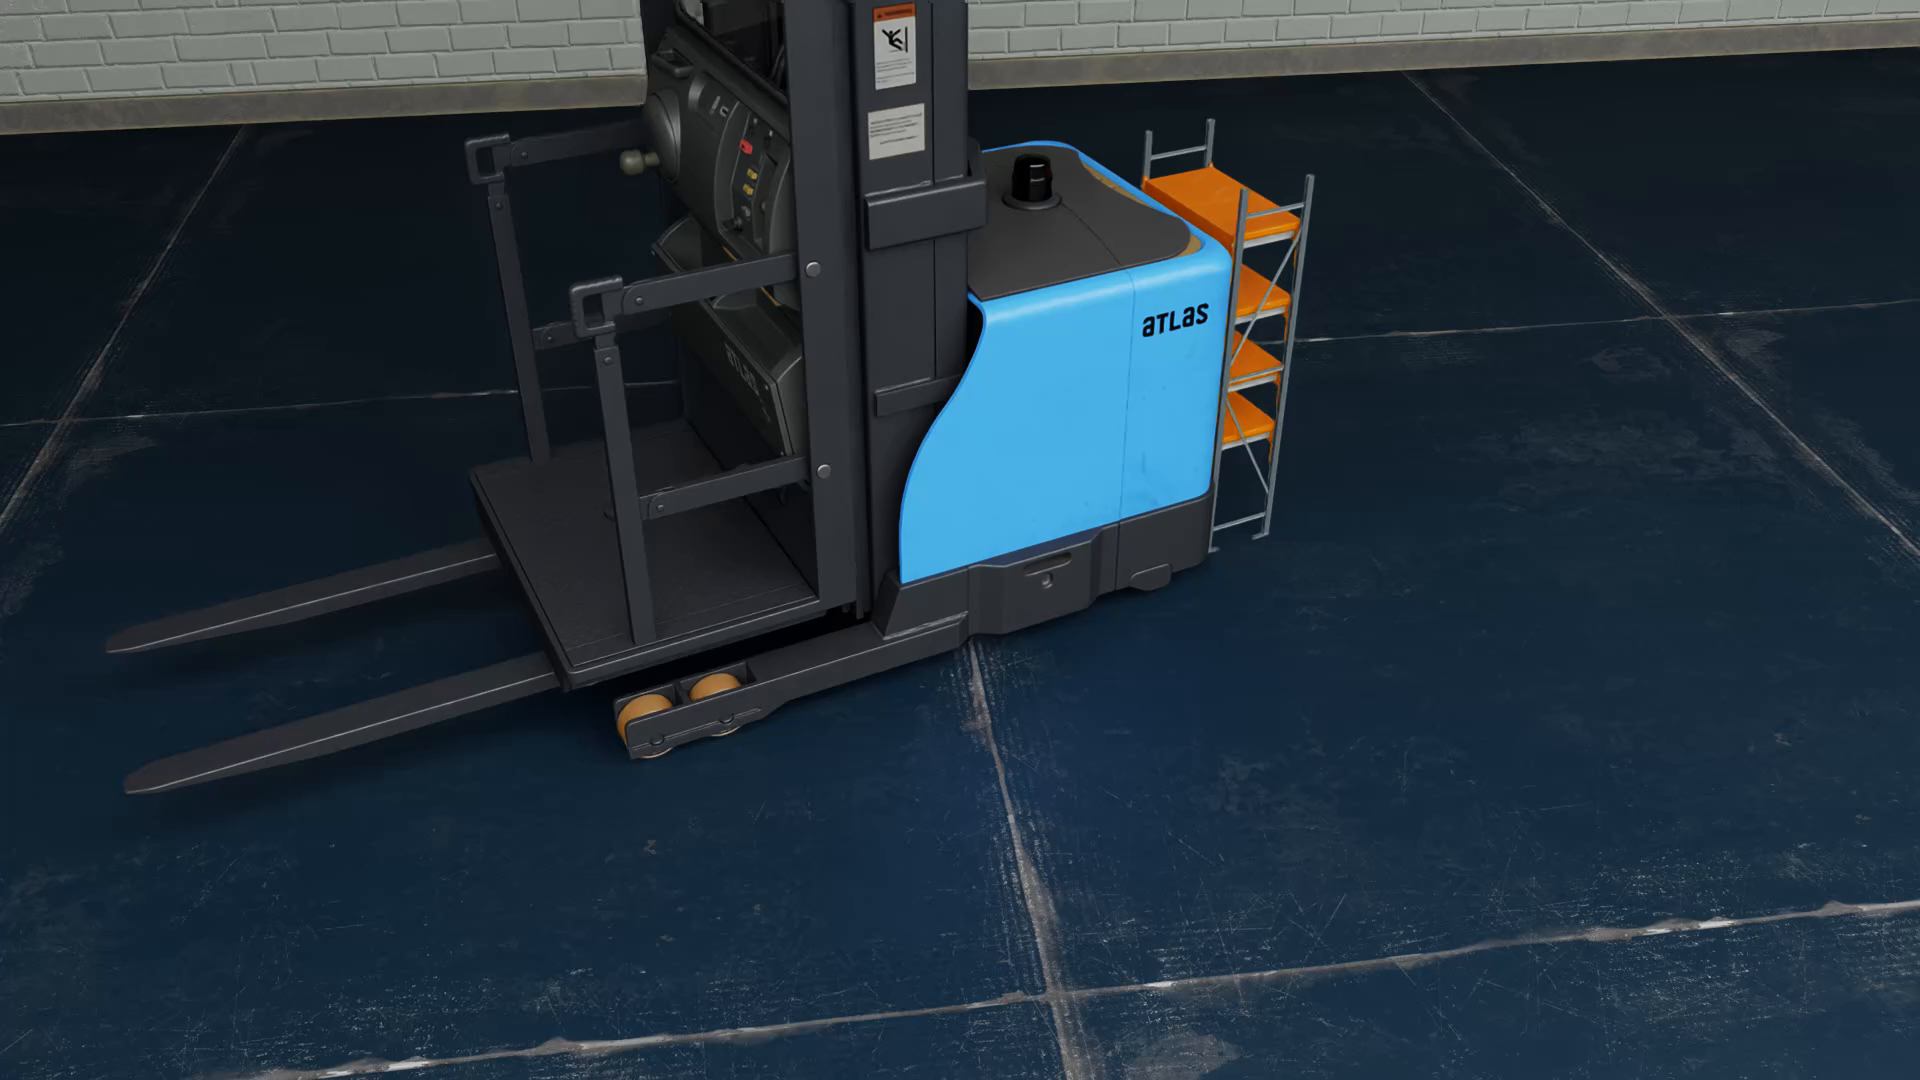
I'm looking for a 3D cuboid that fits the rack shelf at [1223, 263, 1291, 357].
[{"bbox_3d":[0.760,-0.737,4.987,0.258,0.148,0.480,-16,37,-22],"label":"rack shelf"}]

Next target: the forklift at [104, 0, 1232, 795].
[{"bbox_3d":[-0.793,-0.975,4.078,3.031,2.935,1.130,-16,37,-22],"label":"forklift"}]

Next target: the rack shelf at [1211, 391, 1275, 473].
[{"bbox_3d":[0.759,-0.388,5.224,0.258,0.148,0.480,-16,37,-22],"label":"rack shelf"}]

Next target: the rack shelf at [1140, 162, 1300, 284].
[{"bbox_3d":[0.761,-0.932,4.854,0.258,0.148,0.480,-16,37,-22],"label":"rack shelf"}]

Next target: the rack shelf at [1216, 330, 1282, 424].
[{"bbox_3d":[0.759,-0.552,5.113,0.258,0.148,0.480,-16,37,-22],"label":"rack shelf"}]

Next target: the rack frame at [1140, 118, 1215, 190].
[{"bbox_3d":[0.649,-0.730,5.255,0.240,1.200,0.015,-16,37,-22],"label":"rack frame"}]

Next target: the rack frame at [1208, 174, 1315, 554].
[{"bbox_3d":[0.870,-0.485,4.895,0.240,1.200,0.015,-16,37,-22],"label":"rack frame"}]

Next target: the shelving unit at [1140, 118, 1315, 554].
[{"bbox_3d":[0.759,-0.607,5.075,0.258,1.200,0.503,-16,37,-22],"label":"shelving unit"}]
